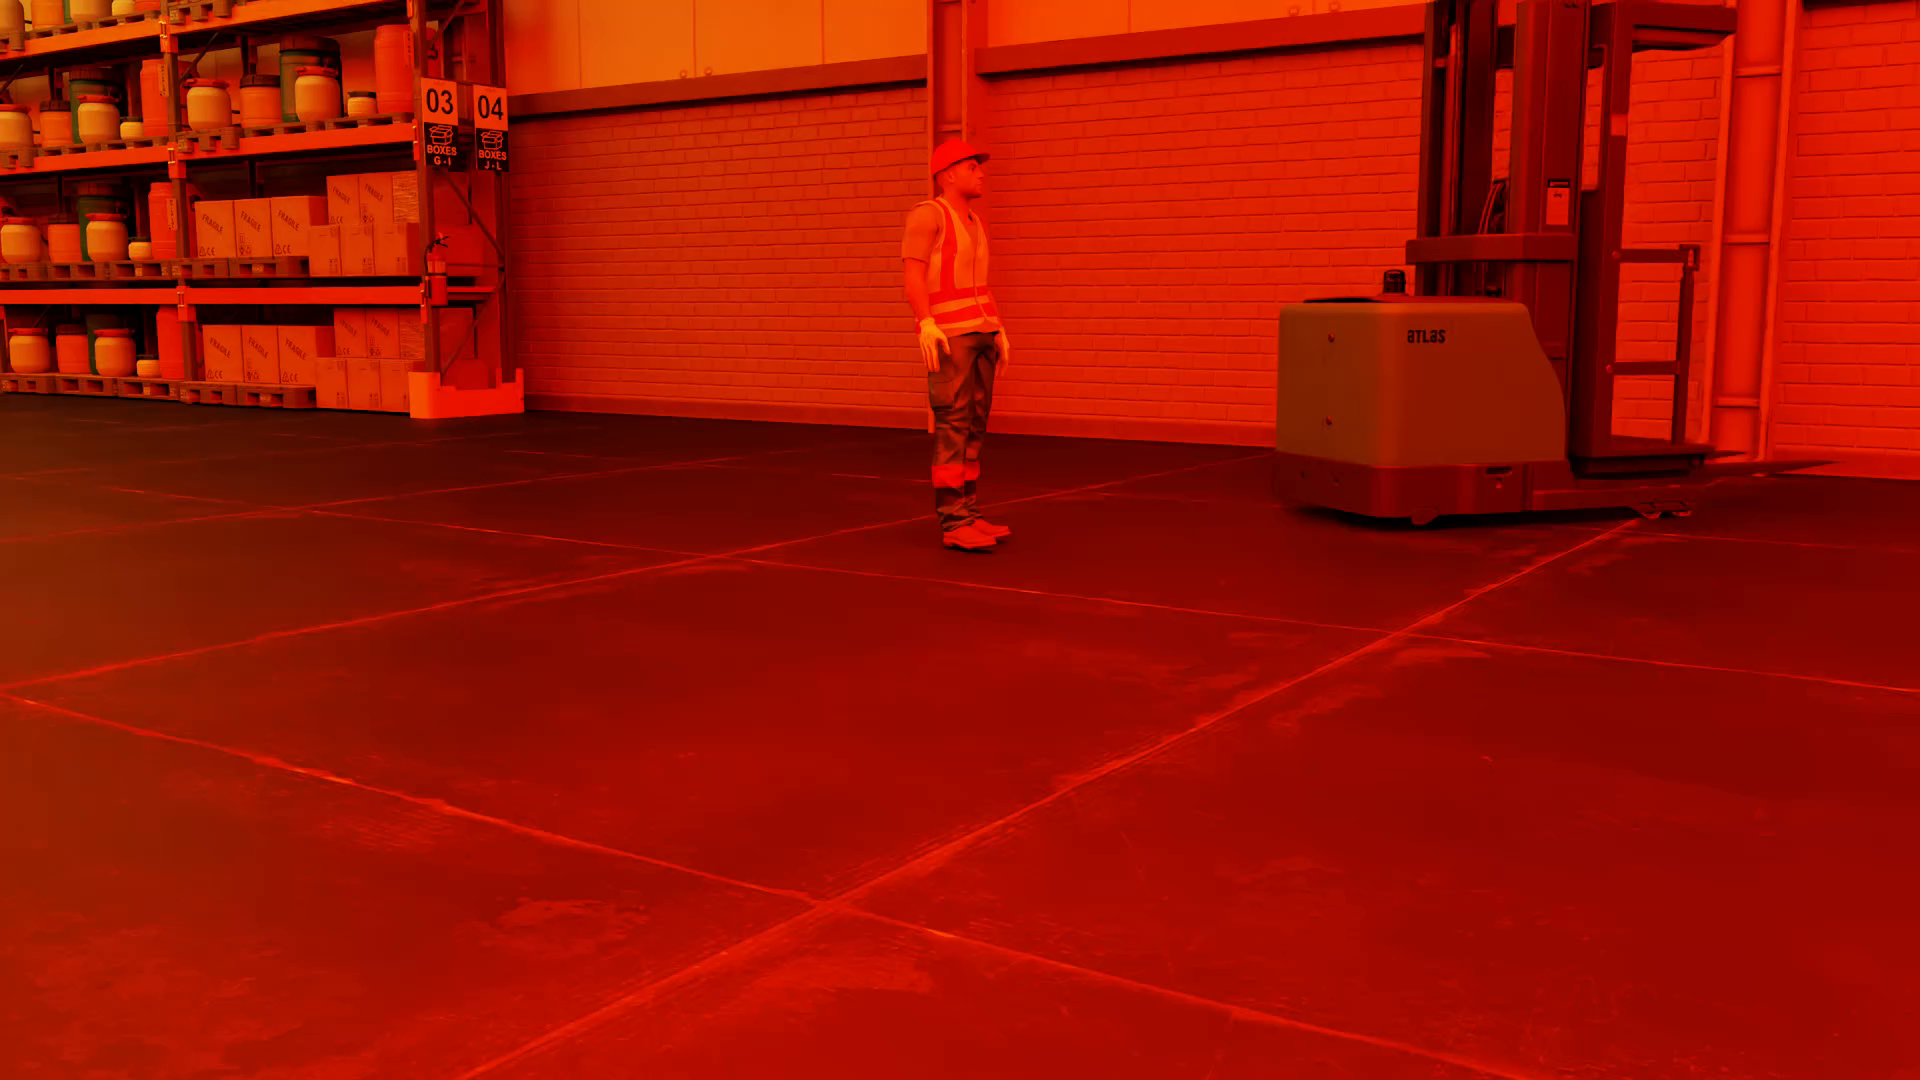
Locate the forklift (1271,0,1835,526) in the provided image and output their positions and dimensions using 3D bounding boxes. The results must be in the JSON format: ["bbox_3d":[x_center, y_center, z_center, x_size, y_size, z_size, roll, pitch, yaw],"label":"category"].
[{"bbox_3d":[3.204,-1.623,8.609,3.031,2.935,1.130,-3,9,-20],"label":"forklift"}]

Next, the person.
[{"bbox_3d":[0.059,-0.885,7.422,0.563,1.788,0.638,5,10,34],"label":"person"}]
